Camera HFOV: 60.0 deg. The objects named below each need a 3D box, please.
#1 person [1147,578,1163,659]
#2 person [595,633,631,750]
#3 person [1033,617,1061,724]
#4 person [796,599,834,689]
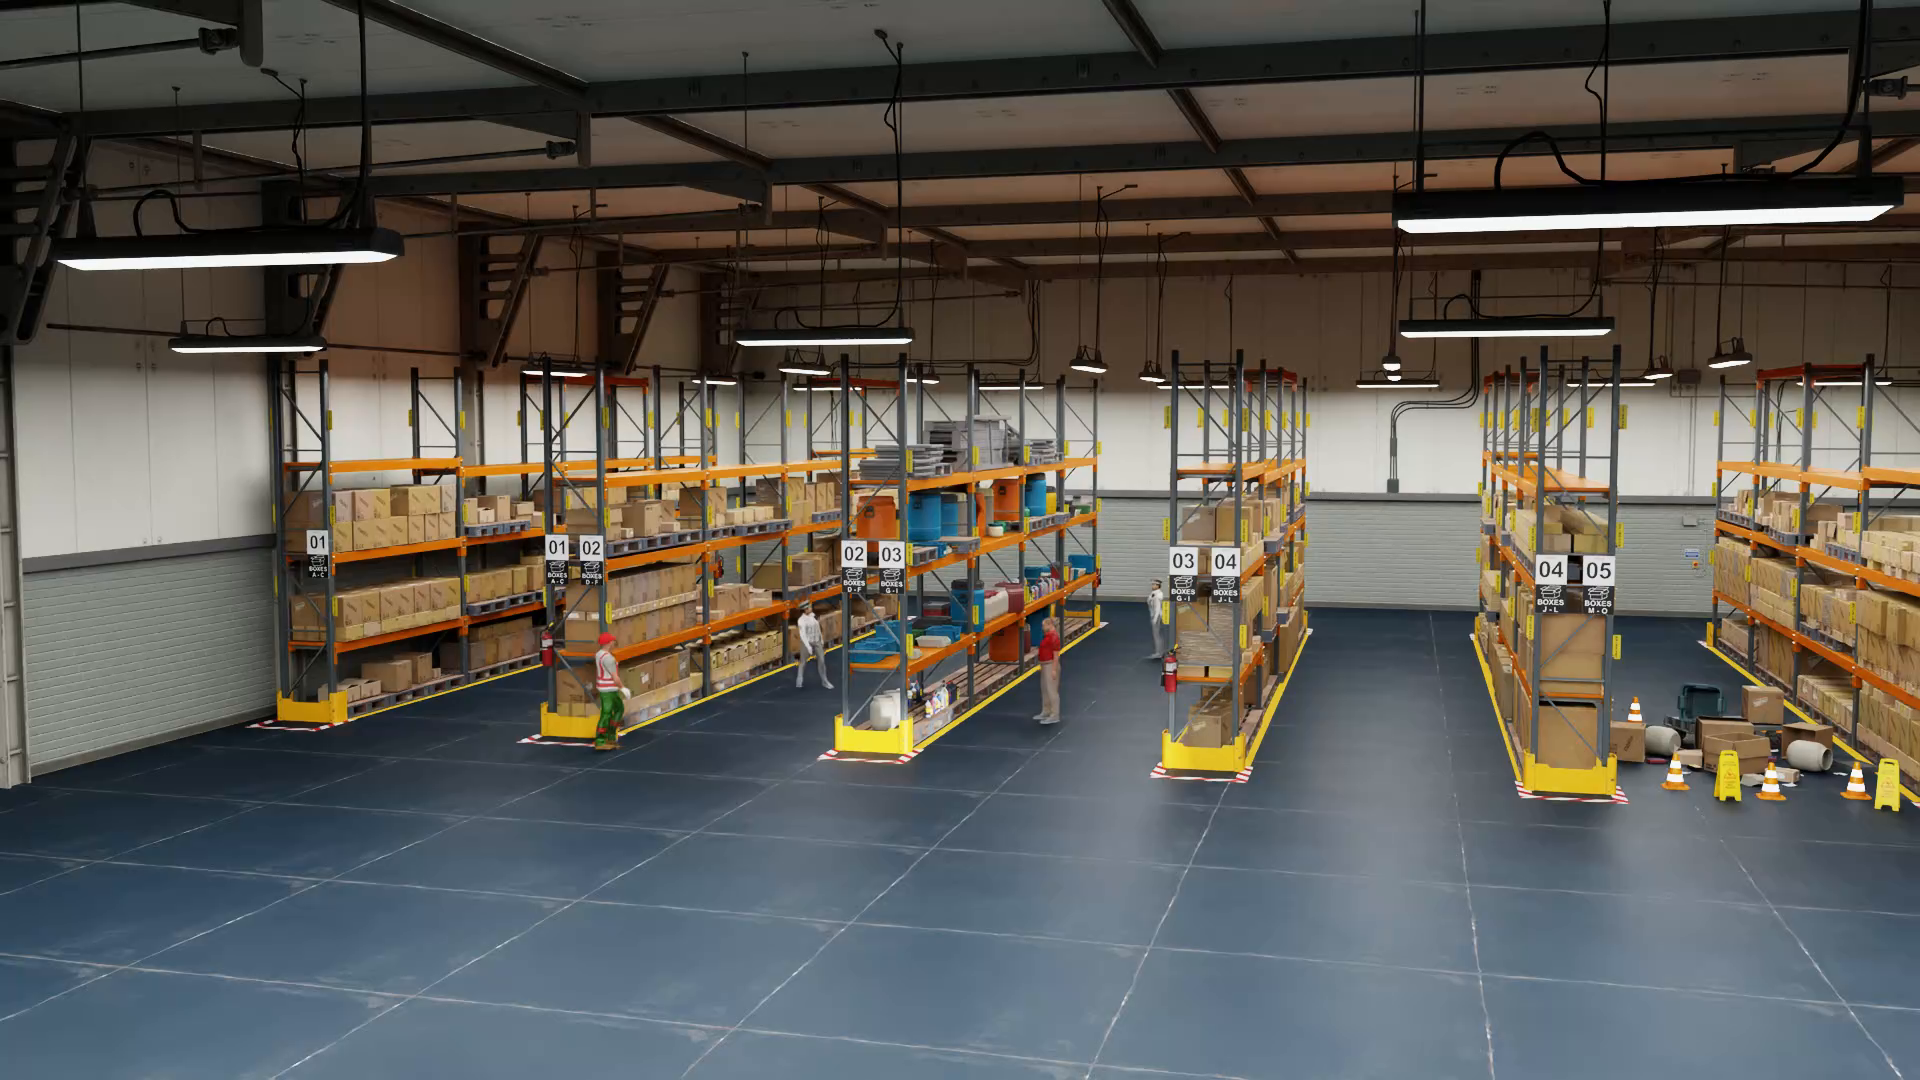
[{"bbox_3d":[4.108,1.640,34.941,0.333,1.691,0.510,0,4,-4],"label":"person"},{"bbox_3d":[-5.283,2.300,25.214,0.544,1.820,0.567,-1,4,-19],"label":"person"},{"bbox_3d":[1.444,2.145,27.543,0.421,1.729,0.597,-1,4,-12],"label":"person"},{"bbox_3d":[-2.742,1.939,31.056,0.625,1.685,0.560,-3,5,-36],"label":"person"}]
